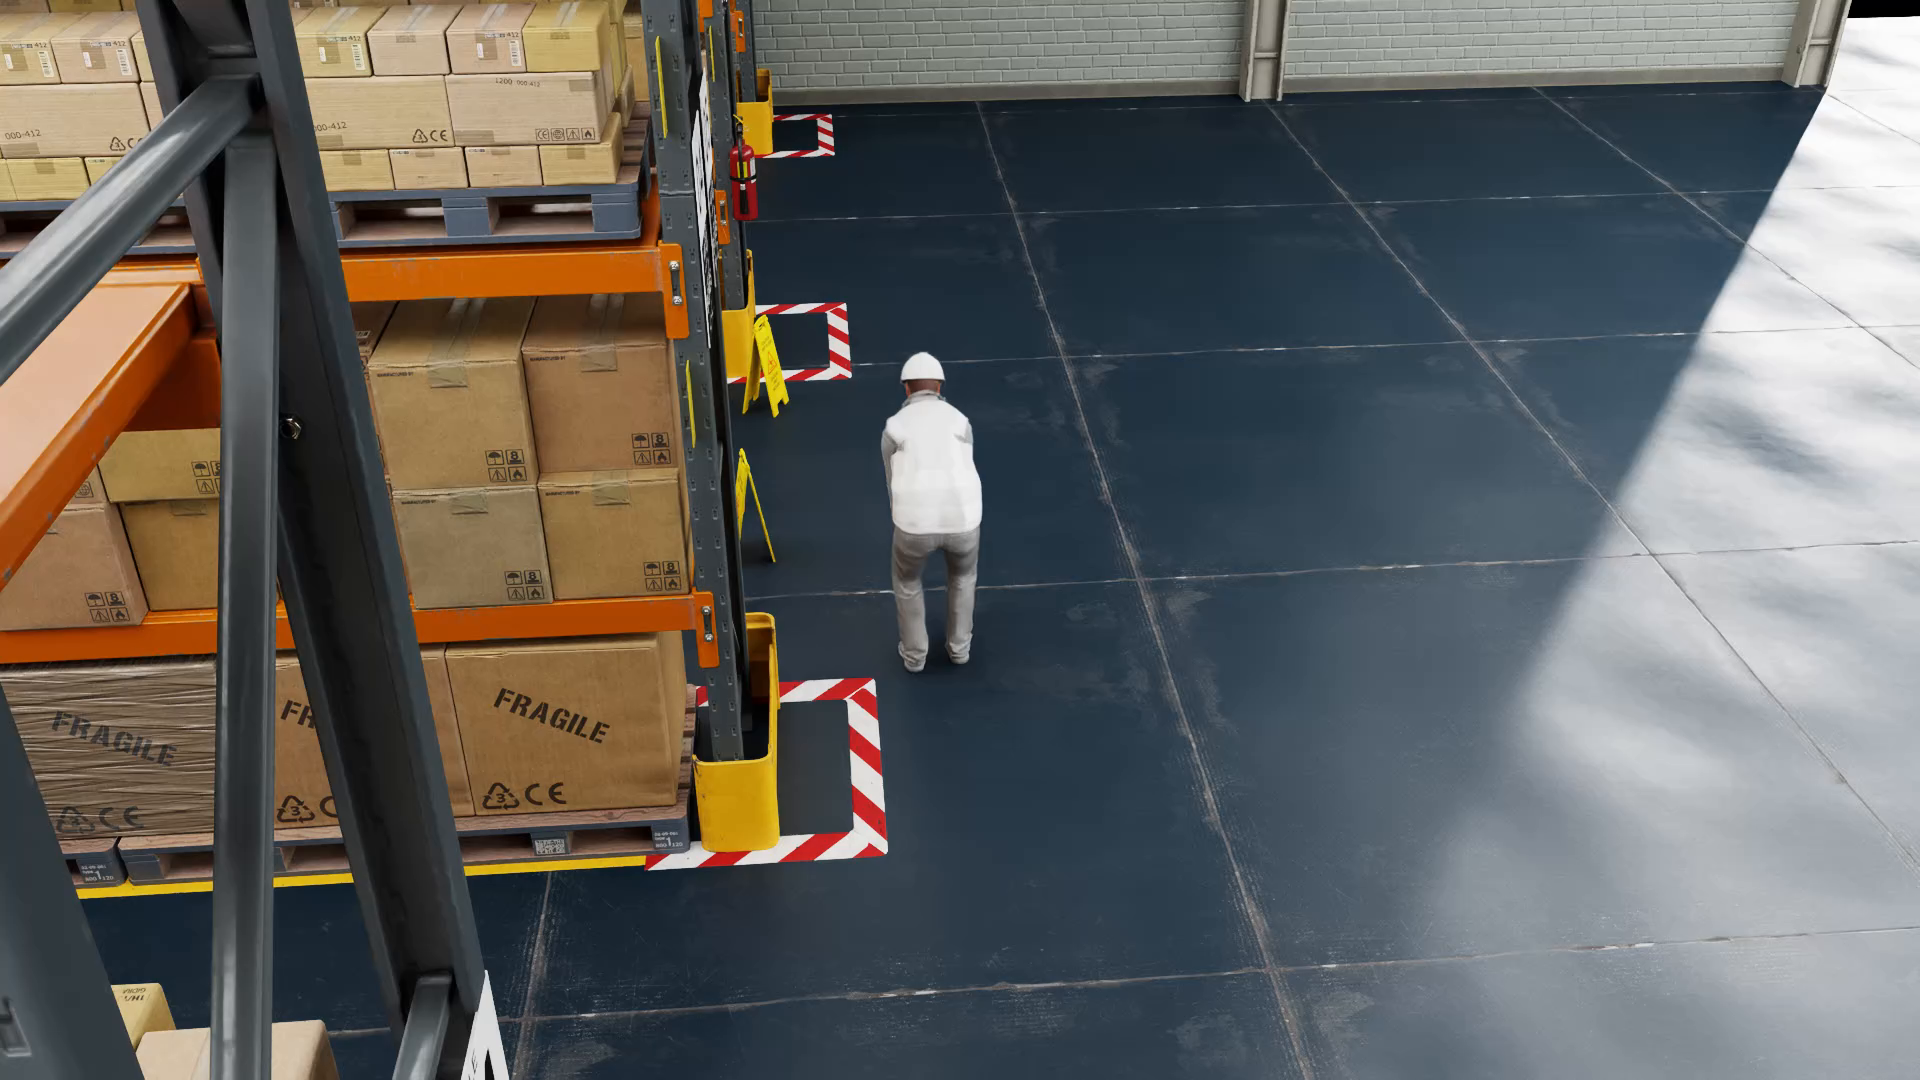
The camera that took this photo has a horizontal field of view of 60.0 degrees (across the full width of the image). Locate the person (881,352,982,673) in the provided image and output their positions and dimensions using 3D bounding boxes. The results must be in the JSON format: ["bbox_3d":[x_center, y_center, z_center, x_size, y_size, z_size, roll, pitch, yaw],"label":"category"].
[{"bbox_3d":[-0.152,-0.129,8.473,0.472,1.525,0.842,-3,31,-6],"label":"person"}]
